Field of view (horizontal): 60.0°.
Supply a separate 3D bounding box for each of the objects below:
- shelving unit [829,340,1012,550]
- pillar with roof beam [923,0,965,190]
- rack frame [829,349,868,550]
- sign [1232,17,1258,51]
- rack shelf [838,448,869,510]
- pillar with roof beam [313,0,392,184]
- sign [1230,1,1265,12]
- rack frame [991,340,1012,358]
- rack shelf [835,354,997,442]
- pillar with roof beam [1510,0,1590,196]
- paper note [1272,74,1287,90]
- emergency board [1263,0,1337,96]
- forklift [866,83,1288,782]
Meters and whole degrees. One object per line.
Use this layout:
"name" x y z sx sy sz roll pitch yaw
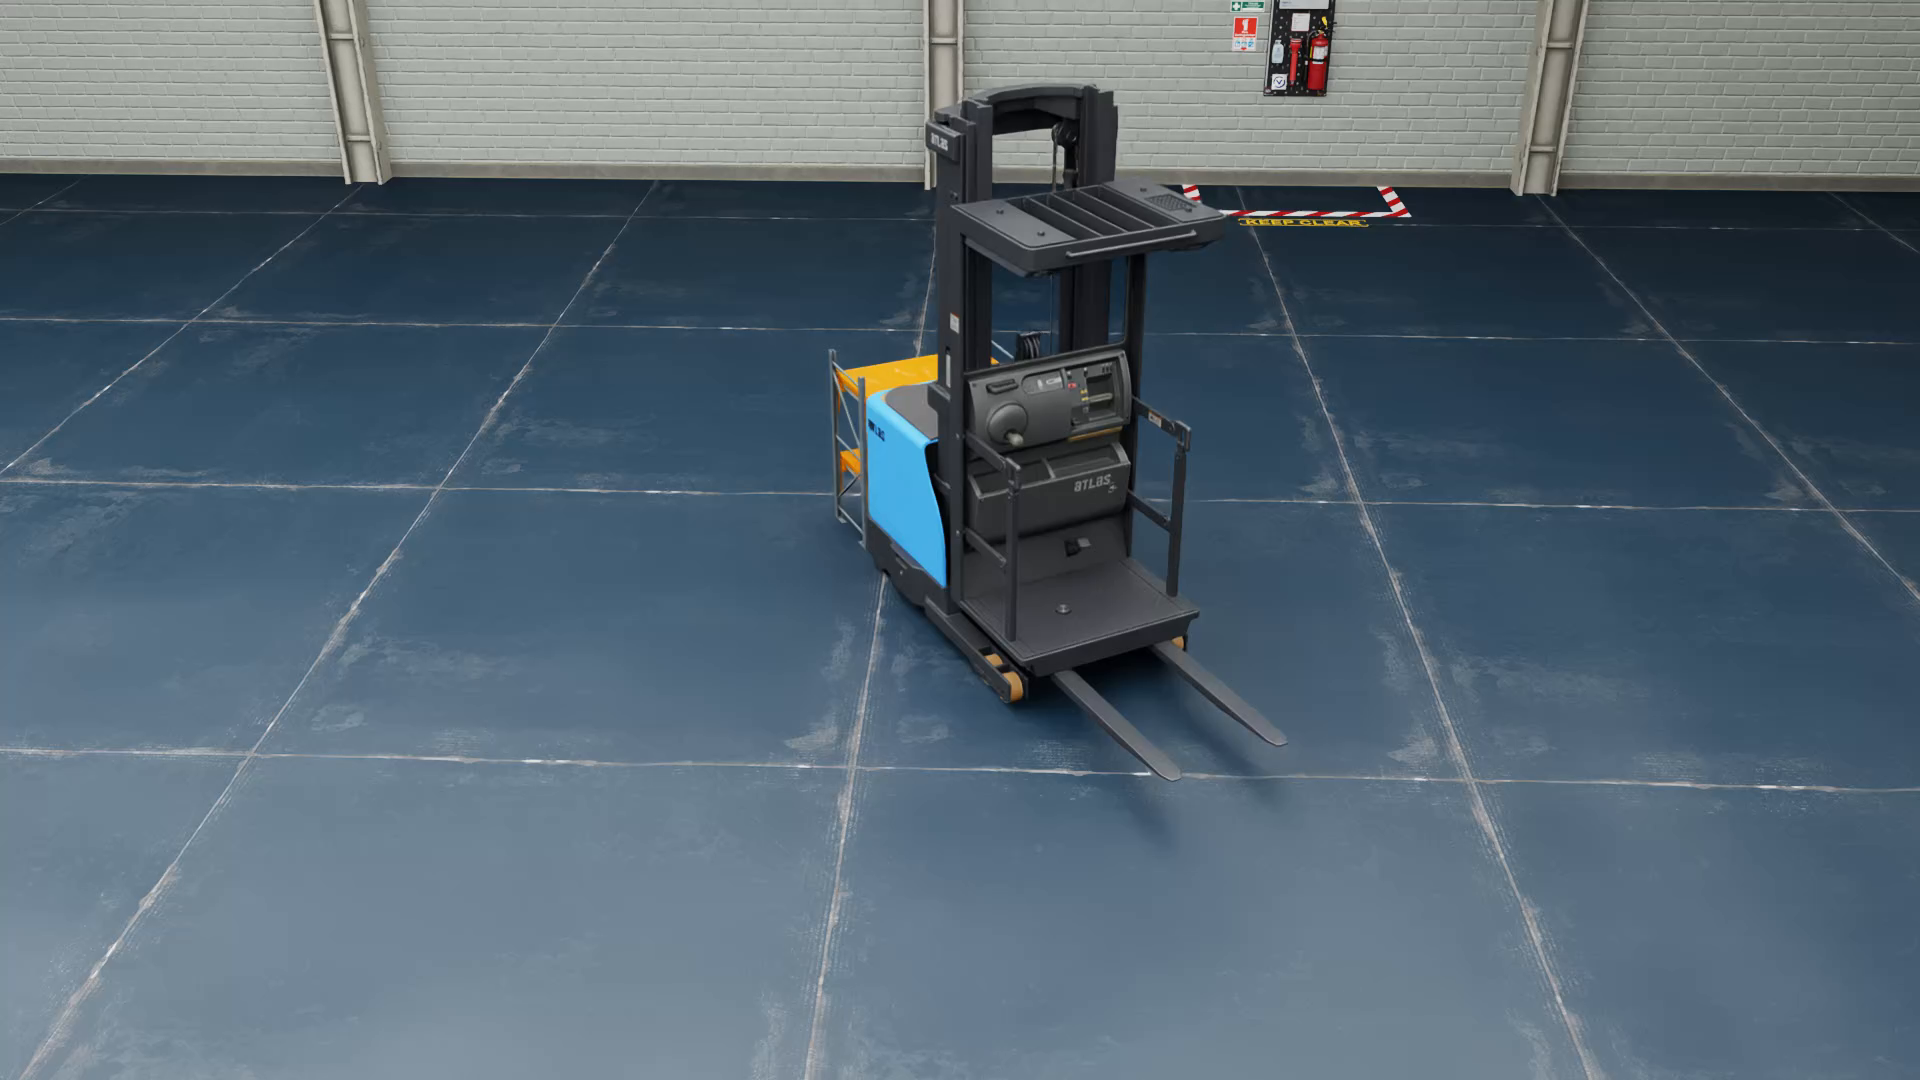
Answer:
"shelving unit" -0.211 -0.649 10.273 1.048 1.125 0.538 -13 30 -22
"pillar with roof beam" -0.311 -5.613 11.231 0.400 9.000 9.100 1 28 2
"rack frame" -0.669 -0.546 10.079 0.032 1.125 0.500 -13 30 -22
"sign" 2.820 -5.010 16.461 0.234 0.329 0.001 1 28 2
"rack shelf" -0.211 -0.433 10.388 1.000 0.278 0.538 -13 30 -22
"pillar with roof beam" -6.307 -5.713 11.418 0.400 9.000 9.100 1 28 2
"sign" 2.824 -5.240 16.329 0.331 0.109 0.001 1 28 2
"rack frame" 0.247 -0.752 10.467 0.032 1.125 0.500 -13 30 -22
"rack shelf" -0.211 -0.907 10.136 1.000 0.278 0.538 -13 30 -22
"pillar with roof beam" 5.686 -5.514 11.044 0.400 9.000 9.100 1 28 2
"paper note" 3.195 -4.583 16.634 0.142 0.148 0.016 1 28 2
"emergency board" 3.369 -4.937 16.361 0.643 1.169 0.194 1 28 2
"forklift" 0.573 -0.685 8.412 1.130 2.935 3.031 -14 31 -24
